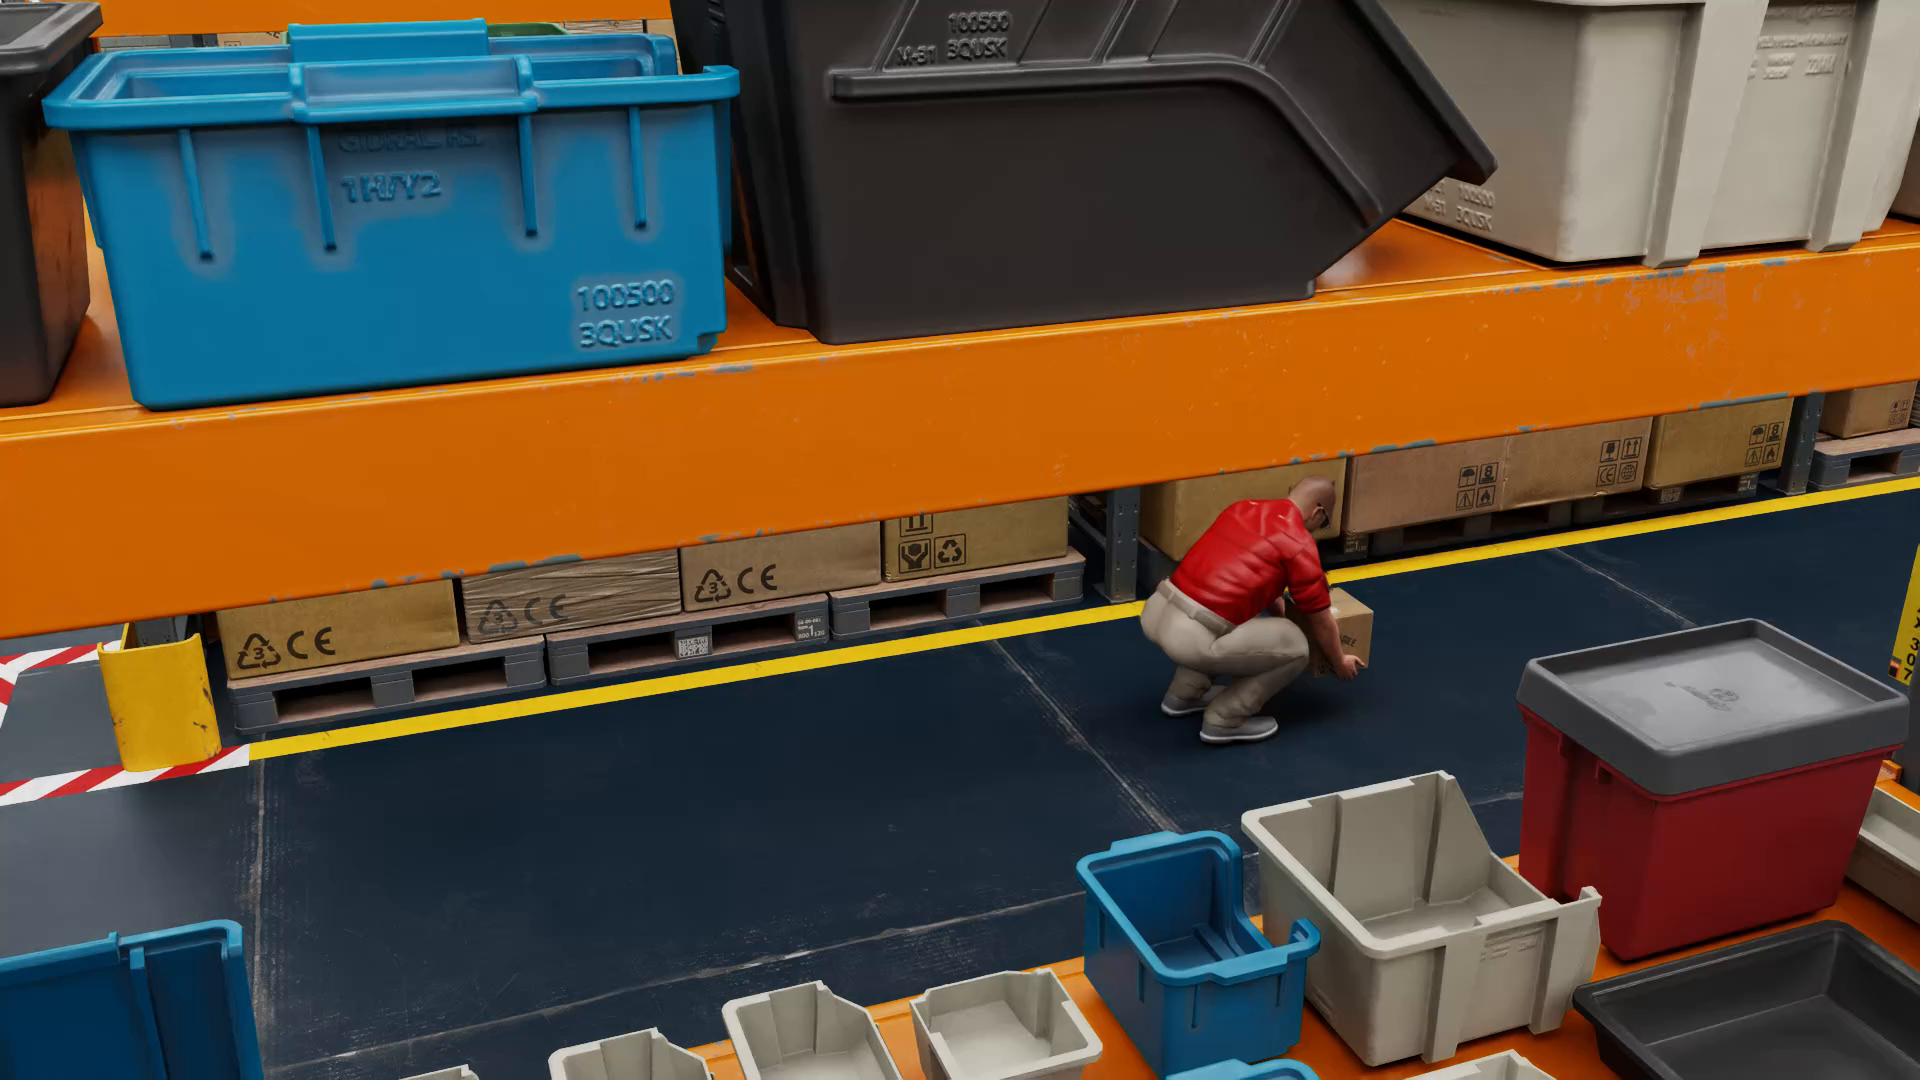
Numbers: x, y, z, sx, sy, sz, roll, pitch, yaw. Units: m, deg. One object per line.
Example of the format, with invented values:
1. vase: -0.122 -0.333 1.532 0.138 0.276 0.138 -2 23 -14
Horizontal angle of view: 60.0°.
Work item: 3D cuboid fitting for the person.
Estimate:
1. person: 1.128 0.256 6.492 0.878 0.976 0.558 -8 24 -19
